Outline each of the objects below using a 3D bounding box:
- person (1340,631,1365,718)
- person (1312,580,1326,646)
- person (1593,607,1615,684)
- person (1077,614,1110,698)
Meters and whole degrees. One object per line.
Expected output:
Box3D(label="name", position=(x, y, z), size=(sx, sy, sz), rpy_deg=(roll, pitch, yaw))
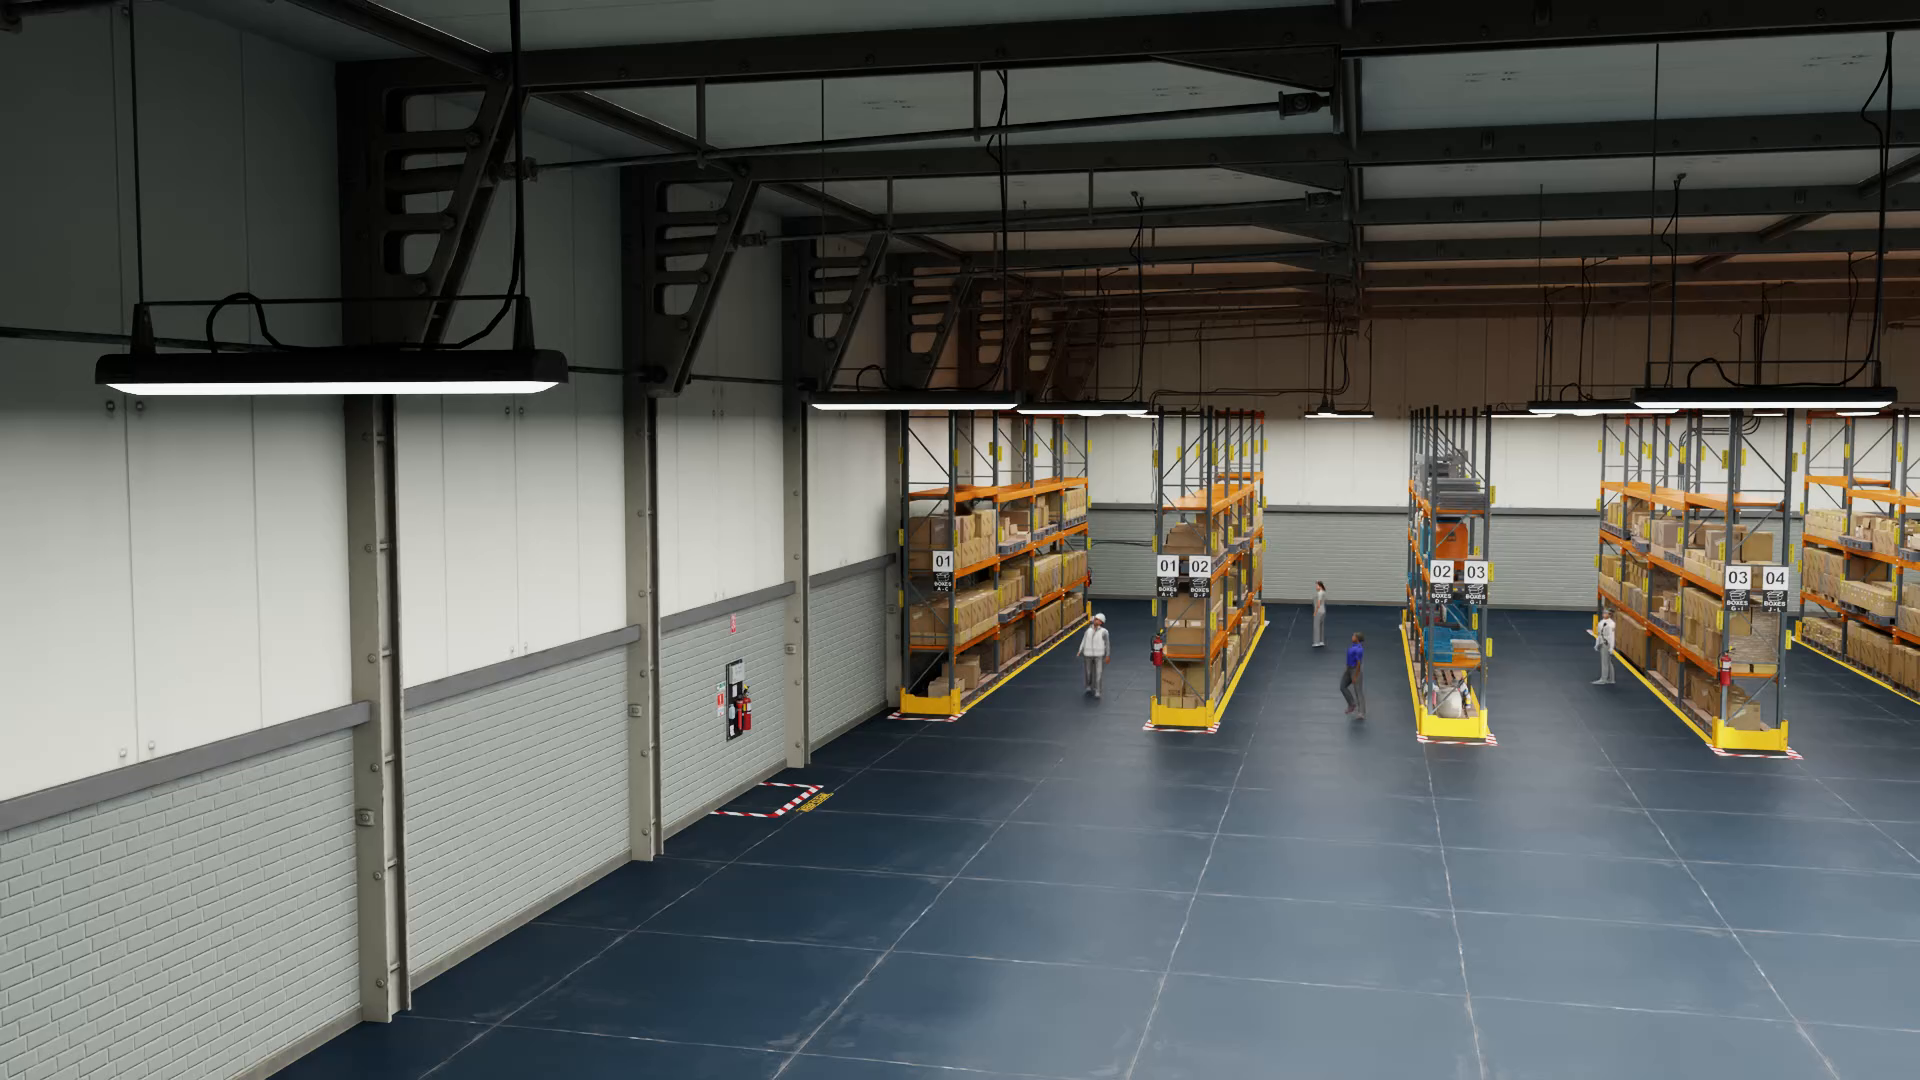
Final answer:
Box3D(label="person", position=(7.628, 2.595, 32.146), size=(0.352, 1.671, 0.622), rpy_deg=(-1, 4, -16))
Box3D(label="person", position=(9.063, 1.856, 42.087), size=(0.374, 1.688, 0.472), rpy_deg=(2, 4, 22))
Box3D(label="person", position=(14.016, 2.285, 36.181), size=(0.483, 1.681, 0.479), rpy_deg=(1, 4, 10))
Box3D(label="person", position=(2.777, 2.390, 34.551), size=(0.690, 1.709, 1.018), rpy_deg=(0, 4, 5))
